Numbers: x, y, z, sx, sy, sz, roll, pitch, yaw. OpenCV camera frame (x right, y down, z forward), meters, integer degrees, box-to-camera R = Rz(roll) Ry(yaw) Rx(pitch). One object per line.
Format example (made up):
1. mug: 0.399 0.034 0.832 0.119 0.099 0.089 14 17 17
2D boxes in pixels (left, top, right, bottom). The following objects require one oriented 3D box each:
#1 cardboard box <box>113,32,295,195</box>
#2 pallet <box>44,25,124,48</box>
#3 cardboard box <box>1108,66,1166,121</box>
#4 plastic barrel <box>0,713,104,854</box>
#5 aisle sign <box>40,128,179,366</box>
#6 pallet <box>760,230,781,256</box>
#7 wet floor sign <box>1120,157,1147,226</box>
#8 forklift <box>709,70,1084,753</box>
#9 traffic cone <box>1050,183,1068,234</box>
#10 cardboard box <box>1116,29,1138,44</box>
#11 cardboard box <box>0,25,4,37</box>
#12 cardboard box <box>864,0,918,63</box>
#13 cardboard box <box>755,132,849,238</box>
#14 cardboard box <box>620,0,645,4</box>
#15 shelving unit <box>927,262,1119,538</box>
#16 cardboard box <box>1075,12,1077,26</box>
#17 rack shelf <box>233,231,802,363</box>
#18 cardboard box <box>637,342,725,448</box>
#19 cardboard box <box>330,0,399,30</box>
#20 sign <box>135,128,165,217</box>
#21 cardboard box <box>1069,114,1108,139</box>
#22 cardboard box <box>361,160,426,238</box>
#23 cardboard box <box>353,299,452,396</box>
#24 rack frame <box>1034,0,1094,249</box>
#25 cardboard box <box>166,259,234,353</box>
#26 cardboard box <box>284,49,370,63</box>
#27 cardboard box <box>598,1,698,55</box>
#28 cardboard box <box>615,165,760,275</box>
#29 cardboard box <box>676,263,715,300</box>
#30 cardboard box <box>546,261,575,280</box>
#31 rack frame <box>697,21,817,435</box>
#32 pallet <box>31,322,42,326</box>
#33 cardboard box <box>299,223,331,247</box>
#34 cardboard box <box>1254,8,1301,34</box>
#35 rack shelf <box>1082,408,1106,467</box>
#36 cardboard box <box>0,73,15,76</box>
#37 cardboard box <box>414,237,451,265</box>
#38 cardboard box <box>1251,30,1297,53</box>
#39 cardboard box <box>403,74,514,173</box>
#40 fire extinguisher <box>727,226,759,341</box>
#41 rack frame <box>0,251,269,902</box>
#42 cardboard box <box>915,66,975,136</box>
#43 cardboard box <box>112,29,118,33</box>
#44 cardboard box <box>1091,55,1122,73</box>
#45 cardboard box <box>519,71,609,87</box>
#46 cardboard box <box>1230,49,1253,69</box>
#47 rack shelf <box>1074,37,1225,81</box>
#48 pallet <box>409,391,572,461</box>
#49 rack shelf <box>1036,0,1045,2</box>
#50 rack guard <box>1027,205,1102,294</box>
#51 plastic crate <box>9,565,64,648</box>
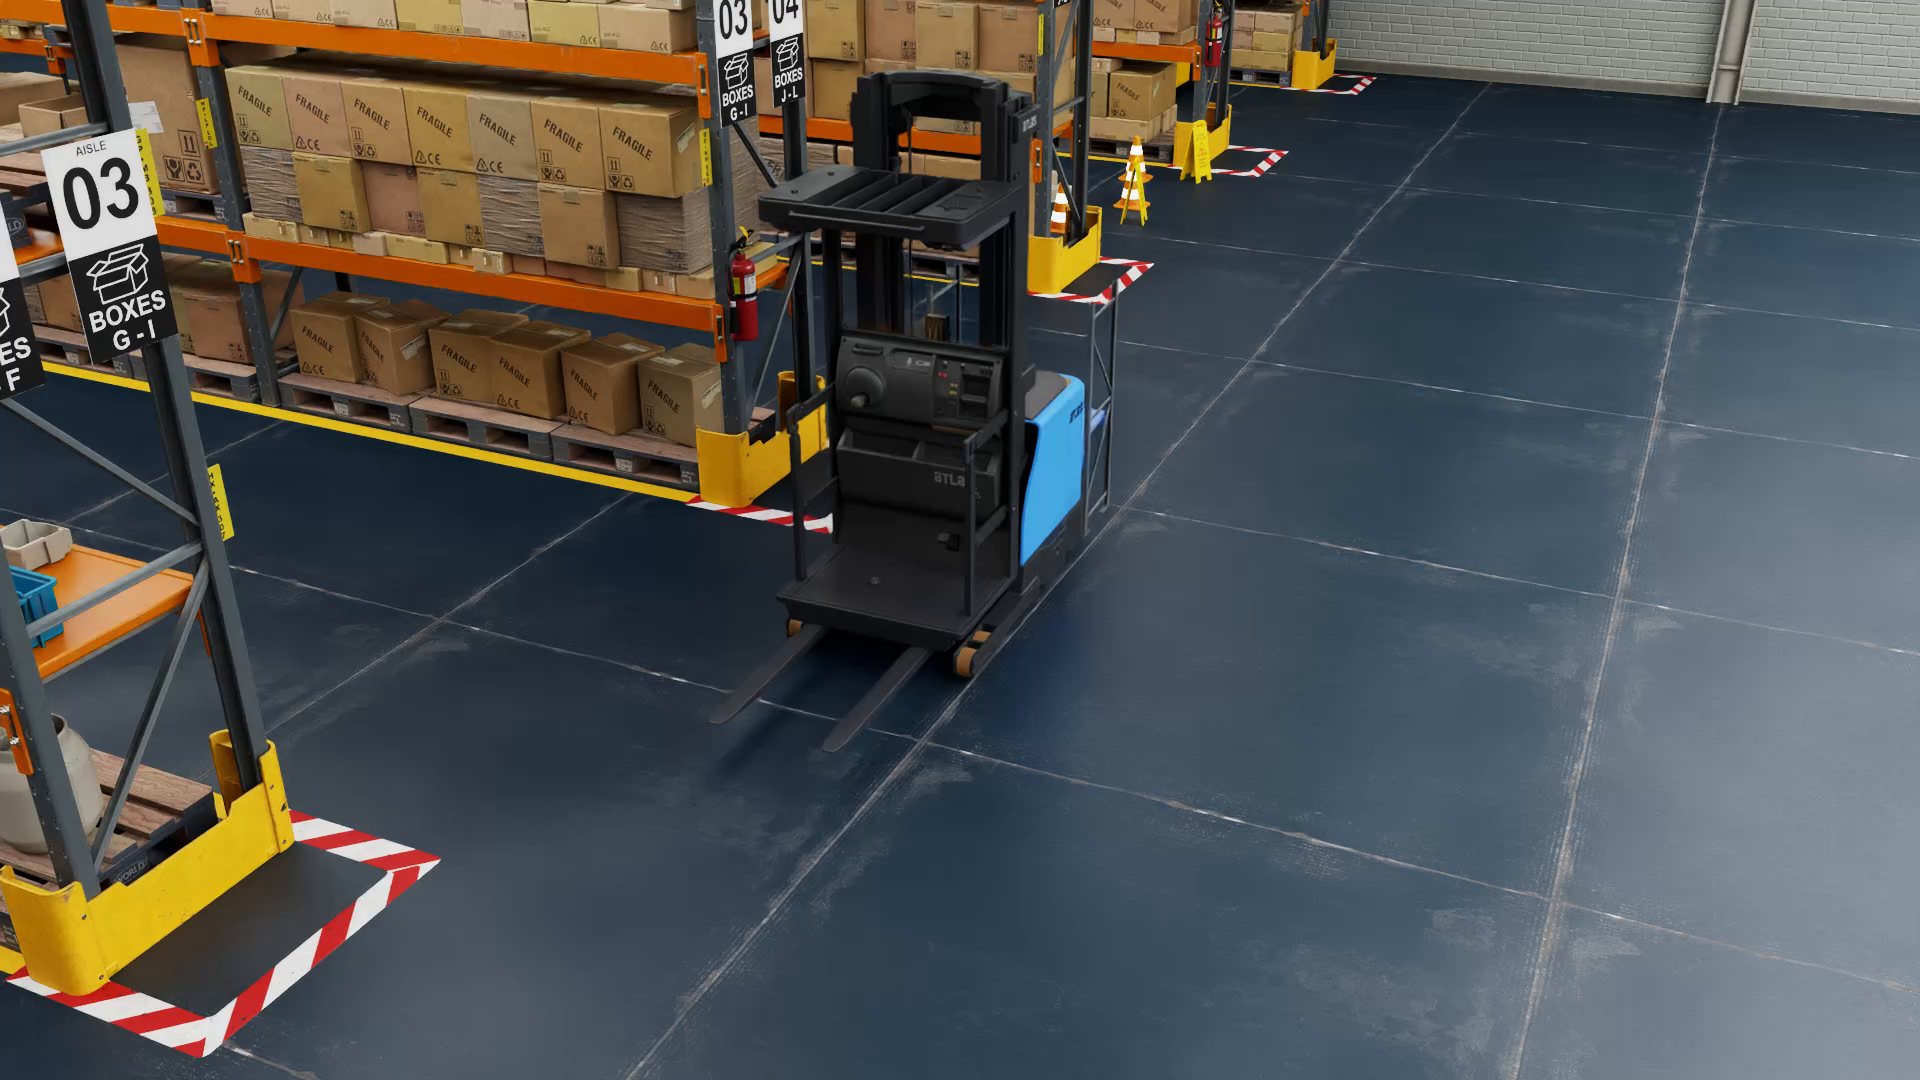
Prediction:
1. cardboard box: -5.544 -3.183 12.165 1.000 1.000 1.000 12 28 22
2. pallet: -9.380 -5.679 18.605 1.213 0.211 1.003 11 28 22
3. cardboard box: 2.028 -5.110 19.023 0.500 0.500 0.500 12 28 22
4. plastic barrel: -3.918 1.037 7.089 0.421 0.512 0.421 0 26 0
5. aisle sign: -3.101 -1.072 6.089 0.004 0.787 0.394 11 28 22
6. pallet: -2.074 -3.079 16.264 1.213 0.211 1.003 11 28 22
7. wet floor sign: 1.754 -3.503 16.635 0.232 0.644 0.267 6 27 13
8. forklift: -0.301 -0.798 8.553 1.130 2.935 3.031 11 28 21
9. traffic cone: 1.012 -3.299 16.426 0.334 0.463 0.336 11 28 22
10. cardboard box: 1.935 -5.704 18.725 0.250 0.149 0.380 11 28 21
11. cardboard box: -10.871 -5.884 19.090 0.250 0.149 0.380 13 29 24
12. cardboard box: -0.406 -4.624 14.855 0.550 0.550 0.875 11 28 22
13. cardboard box: -1.368 -3.429 15.749 0.875 0.875 0.875 12 28 22
14. cardboard box: -1.808 -3.270 9.819 0.250 0.149 0.380 10 28 20
15. shelving unit: 0.379 -0.876 10.332 1.048 1.500 0.538 10 28 20
16. cardboard box: 1.349 -6.131 18.856 0.500 0.500 0.500 11 28 22
17. rack shelf: -3.058 -1.836 11.397 4.000 0.370 1.077 11 28 22
18. cardboard box: -1.799 -0.981 11.201 0.500 0.500 0.500 17 31 31
19. cardboard box: -3.643 -3.428 10.590 0.500 0.250 0.500 10 28 20
20. sign: -3.056 -1.372 6.234 0.005 0.325 0.100 11 28 22
21. cardboard box: 1.549 -4.870 19.383 0.500 0.250 0.500 11 28 22
22. cardboard box: -3.557 -2.439 11.358 0.500 0.500 0.875 11 28 22
23. cardboard box: -4.006 -1.400 12.053 0.500 0.500 0.500 22 34 38
24. rack frame: 0.908 -3.769 14.509 0.127 3.000 1.000 11 28 22
25. cardboard box: -5.855 -1.816 12.874 0.500 0.500 0.700 11 28 21
26. cardboard box: -4.355 -3.180 11.730 0.500 0.500 0.500 11 28 22
27. cardboard box: -1.781 -3.057 9.838 0.500 0.250 0.500 12 29 23
28. cardboard box: -1.727 -2.083 10.635 0.500 0.500 0.875 11 28 22
29. cardboard box: -1.582 -1.649 10.488 0.250 0.149 0.380 11 28 22
30. cardboard box: -2.490 -1.835 10.865 0.250 0.149 0.380 11 28 22
31. rack frame: -1.237 -1.793 10.496 0.127 3.000 1.000 11 28 22
32. pallet: -7.809 -1.861 13.791 1.213 0.211 1.003 11 28 22
33. cardboard box: -4.346 -2.166 11.538 0.250 0.149 0.380 11 28 22
34. cardboard box: 4.368 -7.136 22.854 0.500 0.250 0.500 12 29 24
35. rack shelf: 0.379 -0.715 10.412 1.000 0.185 0.538 10 28 20
36. cardboard box: -11.656 -5.581 20.269 0.250 0.149 0.380 12 28 22
37. cardboard box: -3.436 -1.982 11.165 0.250 0.149 0.380 11 28 22
38. cardboard box: 4.344 -6.917 22.974 0.500 0.250 0.500 11 28 21
39. cardboard box: -3.204 -2.697 10.751 0.500 0.500 0.500 11 28 22
40. fire extinguisher: -1.324 -1.552 10.094 0.183 0.674 0.296 11 28 22
41. rack frame: -3.288 0.199 6.451 0.127 3.000 1.000 11 28 22
42. cardboard box: 0.042 -3.977 14.763 0.550 0.550 0.875 11 28 22
43. cardboard box: -9.139 -5.640 18.118 0.250 0.149 0.380 12 29 22
44. cardboard box: 1.666 -5.442 18.961 0.250 0.149 0.380 12 29 23
45. cardboard box: -2.533 -2.815 10.990 0.500 0.500 0.500 11 28 22
46. cardboard box: 3.909 -6.783 23.268 0.500 0.250 0.500 11 28 22
47. rack shelf: 1.044 -5.821 19.491 4.000 0.370 1.077 11 28 22
48. pallet: -3.138 -0.942 11.925 1.213 0.211 1.003 11 28 22
49. rack shelf: -0.913 -5.157 14.748 4.000 0.370 1.077 11 28 22
50. rack guard: 0.930 -2.643 15.052 0.348 0.500 1.175 11 28 22
51. plastic crate: -3.867 0.294 6.425 0.616 0.251 0.499 11 28 22
